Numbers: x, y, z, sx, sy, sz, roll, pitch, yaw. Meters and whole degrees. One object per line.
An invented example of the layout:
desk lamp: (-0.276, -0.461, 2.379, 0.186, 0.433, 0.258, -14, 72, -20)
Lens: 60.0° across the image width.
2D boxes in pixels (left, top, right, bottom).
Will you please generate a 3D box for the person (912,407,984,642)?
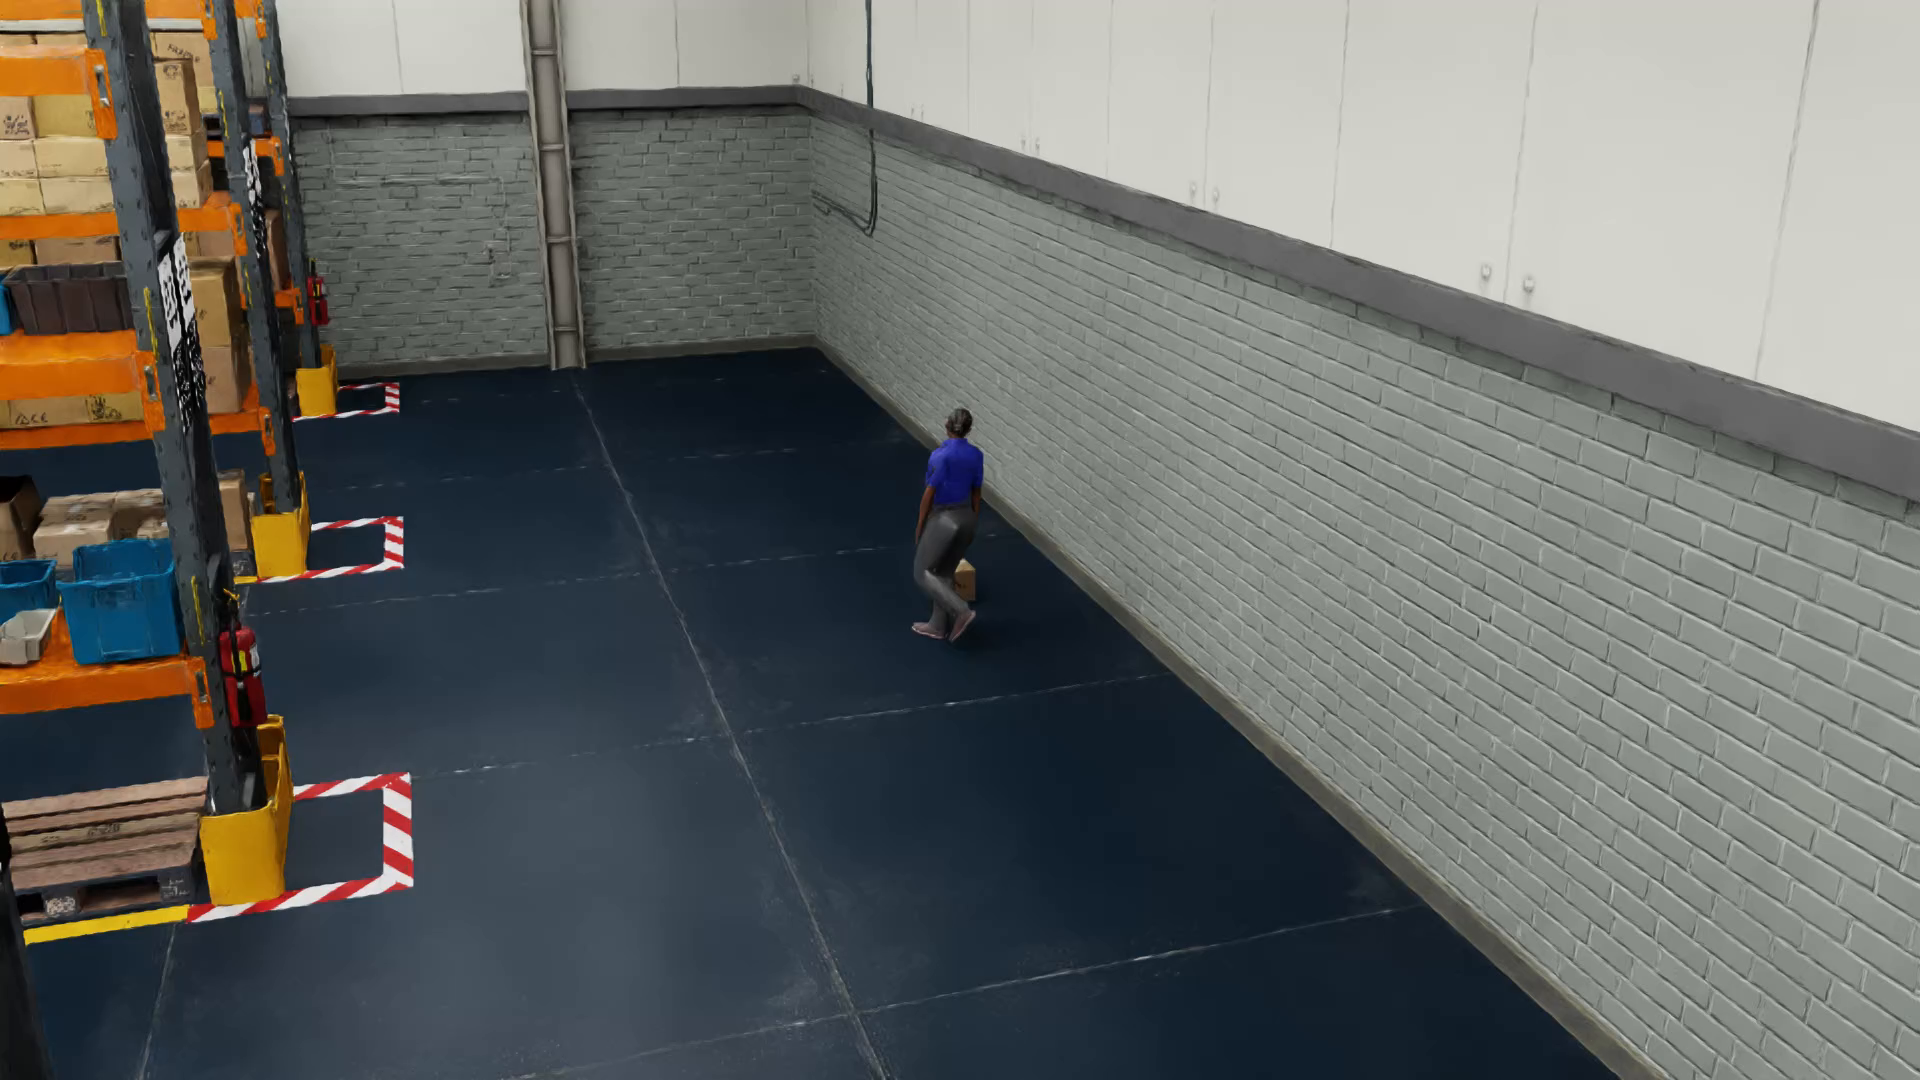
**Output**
person: (-0.036, -0.086, 11.348, 0.504, 1.629, 0.622, -17, 26, -40)
